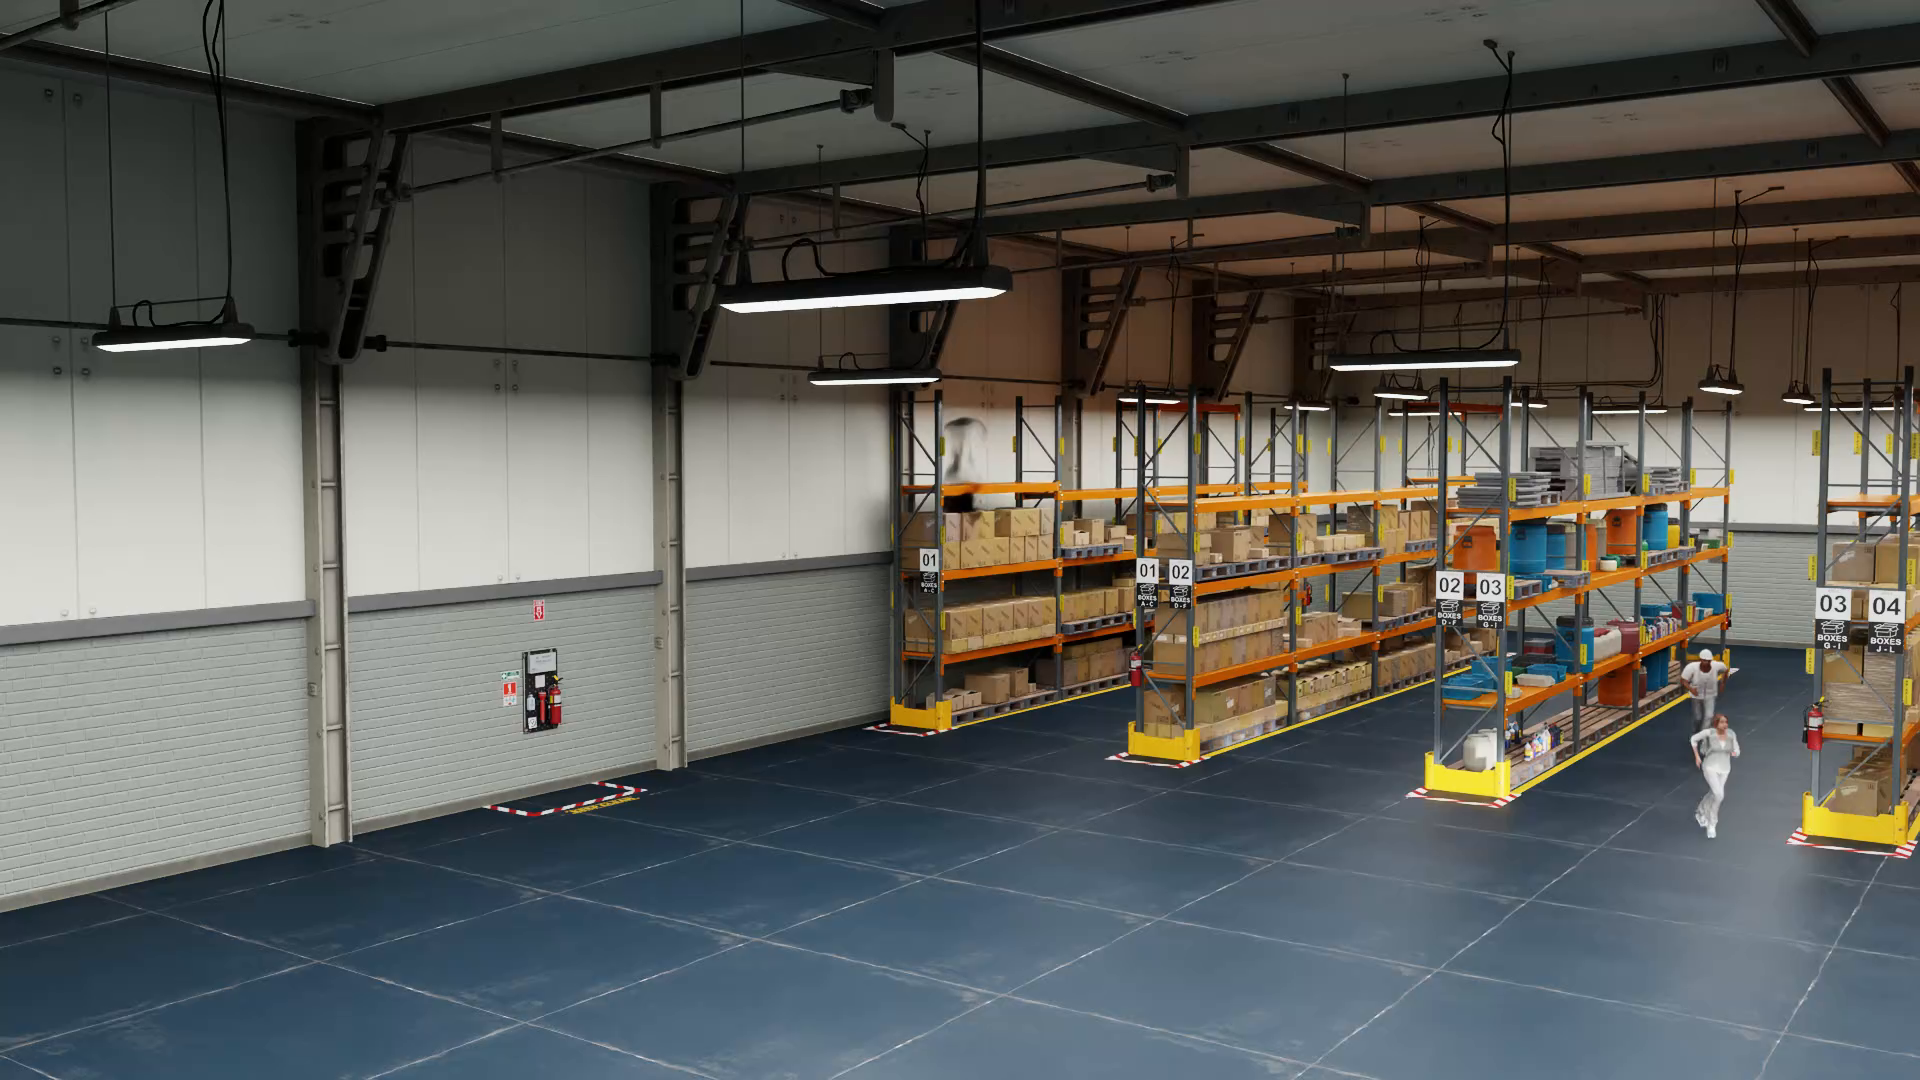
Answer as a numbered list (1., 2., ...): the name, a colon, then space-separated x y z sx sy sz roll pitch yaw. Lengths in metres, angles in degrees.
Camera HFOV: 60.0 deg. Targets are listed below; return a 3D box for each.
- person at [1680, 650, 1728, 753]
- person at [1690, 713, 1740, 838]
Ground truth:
1. person: 12.302 2.630 27.557 0.744 1.714 1.057 1 3 14
2. person: 9.735 3.016 21.442 0.524 1.630 0.781 0 3 -5
